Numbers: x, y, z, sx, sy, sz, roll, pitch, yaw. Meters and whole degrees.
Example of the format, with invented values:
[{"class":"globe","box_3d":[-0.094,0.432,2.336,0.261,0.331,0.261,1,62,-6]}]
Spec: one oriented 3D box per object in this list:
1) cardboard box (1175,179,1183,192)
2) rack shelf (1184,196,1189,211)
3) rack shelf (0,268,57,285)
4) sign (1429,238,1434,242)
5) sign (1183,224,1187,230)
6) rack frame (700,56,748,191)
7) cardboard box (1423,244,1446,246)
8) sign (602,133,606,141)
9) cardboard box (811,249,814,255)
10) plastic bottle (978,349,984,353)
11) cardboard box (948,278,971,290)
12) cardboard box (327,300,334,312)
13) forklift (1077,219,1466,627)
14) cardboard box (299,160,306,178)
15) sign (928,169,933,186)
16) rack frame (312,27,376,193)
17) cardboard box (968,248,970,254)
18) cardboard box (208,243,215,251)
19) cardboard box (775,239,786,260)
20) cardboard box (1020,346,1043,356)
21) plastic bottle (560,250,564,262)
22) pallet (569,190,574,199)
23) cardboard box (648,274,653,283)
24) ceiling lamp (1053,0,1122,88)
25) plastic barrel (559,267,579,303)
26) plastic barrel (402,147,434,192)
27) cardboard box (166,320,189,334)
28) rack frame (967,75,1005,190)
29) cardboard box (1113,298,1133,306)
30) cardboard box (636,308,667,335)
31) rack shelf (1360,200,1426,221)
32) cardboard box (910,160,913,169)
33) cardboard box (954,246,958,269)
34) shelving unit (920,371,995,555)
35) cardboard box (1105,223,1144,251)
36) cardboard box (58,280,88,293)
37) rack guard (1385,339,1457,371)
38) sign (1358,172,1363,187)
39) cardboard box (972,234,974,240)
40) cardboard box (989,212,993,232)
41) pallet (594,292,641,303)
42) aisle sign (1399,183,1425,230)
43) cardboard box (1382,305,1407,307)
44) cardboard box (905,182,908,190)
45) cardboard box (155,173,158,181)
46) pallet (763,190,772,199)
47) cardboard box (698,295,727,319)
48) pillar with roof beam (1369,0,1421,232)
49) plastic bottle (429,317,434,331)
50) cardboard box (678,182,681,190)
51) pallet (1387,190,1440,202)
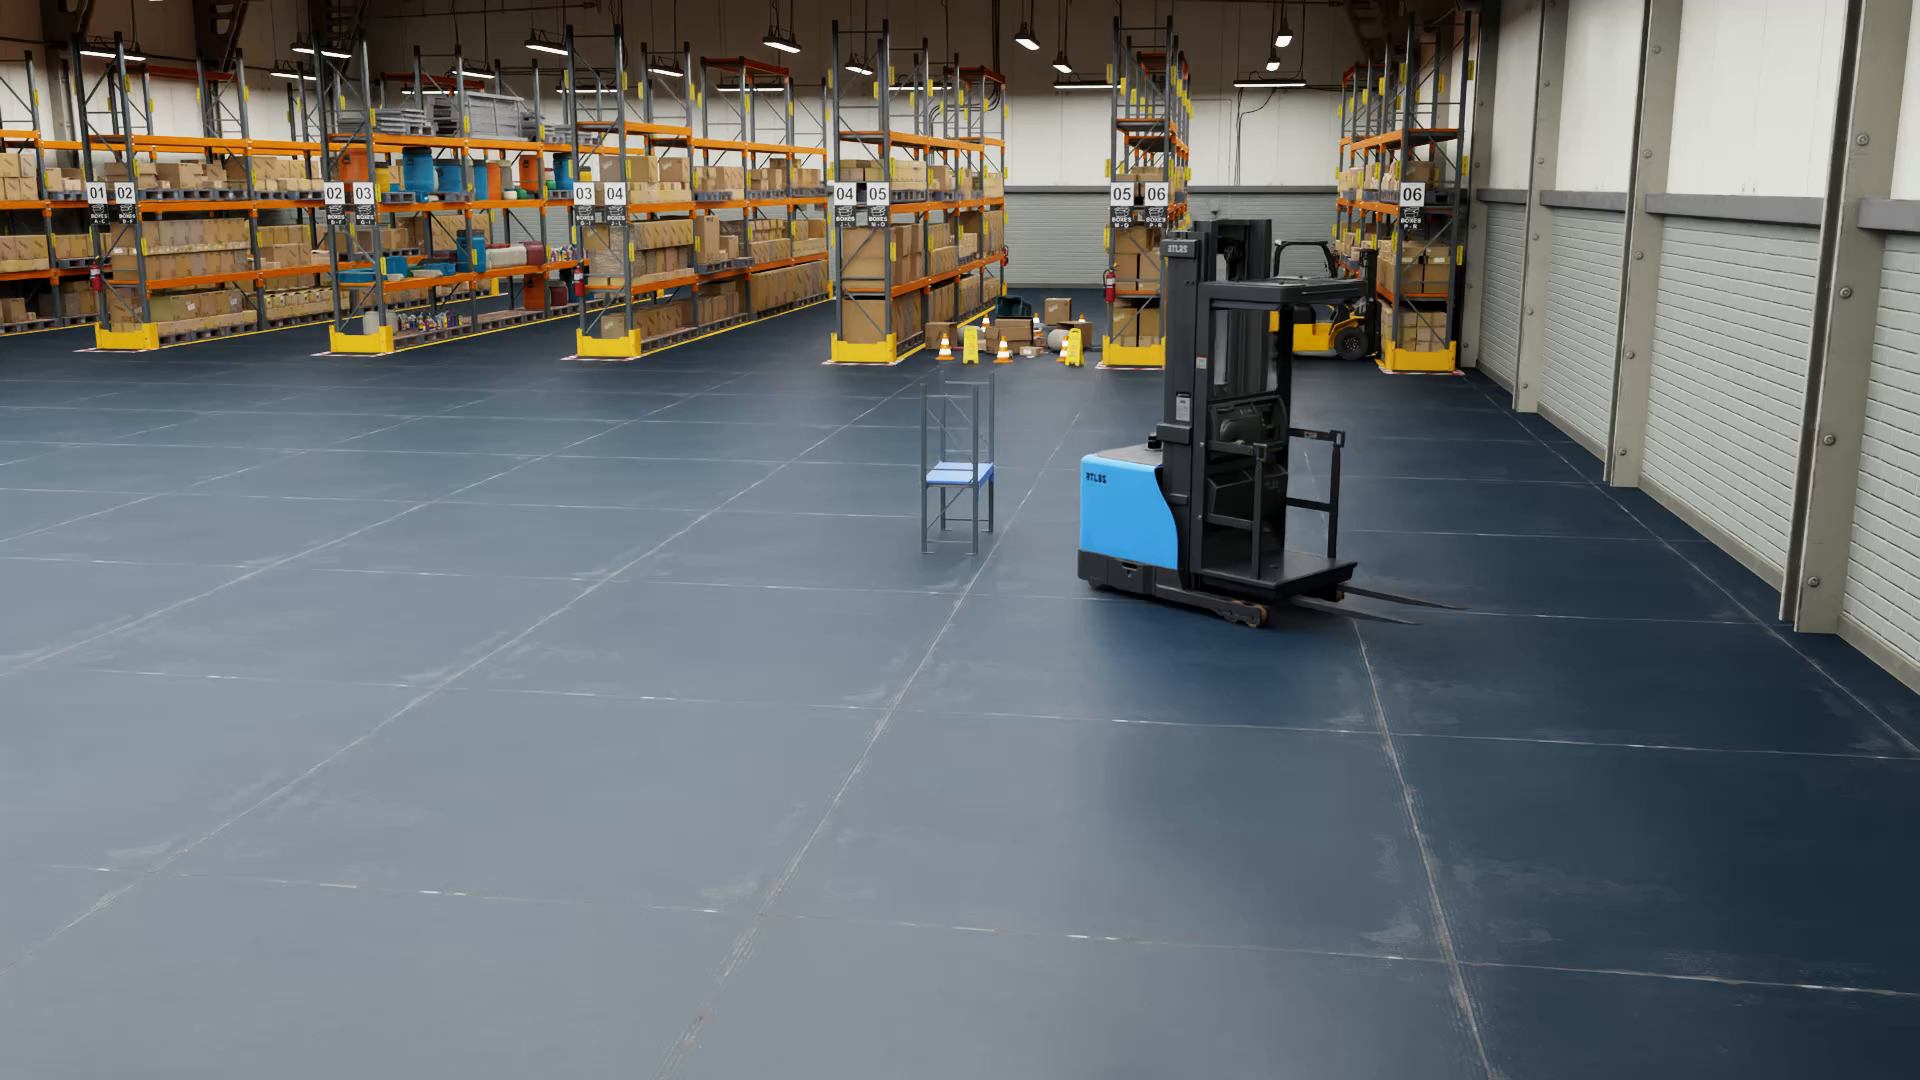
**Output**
[{"class":"cardboard box","box_3d":[4.250,-7.162,33.601,0.500,0.250,0.500,2,12,7]},{"class":"rack shelf","box_3d":[5.302,-8.651,42.860,1.077,0.370,4.000,2,12,9]},{"class":"rack shelf","box_3d":[-21.019,-5.489,35.309,1.077,0.370,4.000,2,12,9]},{"class":"sign","box_3d":[9.218,-5.739,32.517,0.100,0.325,0.005,2,12,9]},{"class":"sign","box_3d":[5.532,-7.632,40.983,0.100,0.325,0.005,2,12,9]},{"class":"rack frame","box_3d":[-5.413,-9.541,38.163,1.000,3.000,0.127,2,12,9]},{"class":"cardboard box","box_3d":[8.624,-5.303,30.255,0.380,0.149,0.250,2,12,7]},{"class":"sign","box_3d":[-9.148,-10.414,42.709,0.100,0.325,0.005,2,12,9]},{"class":"cardboard box","box_3d":[-4.147,-7.748,44.679,0.380,0.149,0.250,2,12,10]},{"class":"plastic bottle","box_3d":[0.364,-3.647,32.025,0.133,0.061,0.283,-2,12,-11]},{"class":"cardboard box","box_3d":[-0.015,-6.121,39.687,0.500,0.250,0.500,2,12,9]},{"class":"cardboard box","box_3d":[-15.116,-5.567,39.490,0.500,0.250,0.500,2,12,8]},{"class":"forklift","box_3d":[2.343,-0.910,12.514,1.130,2.935,3.031,-12,17,-43]},{"class":"cardboard box","box_3d":[-18.796,-10.504,47.093,0.500,0.500,0.500,2,12,10]},{"class":"sign","box_3d":[-0.594,-7.334,33.627,0.100,0.325,0.005,2,12,9]},{"class":"rack frame","box_3d":[-11.537,-8.036,31.180,1.000,3.000,0.127,2,12,9]},{"class":"cardboard box","box_3d":[0.025,-6.982,40.125,0.380,0.149,0.250,2,12,11]},{"class":"cardboard box","box_3d":[-15.843,-6.136,34.824,0.380,0.149,0.250,2,12,10]},{"class":"cardboard box","box_3d":[-4.682,-7.281,41.678,0.500,0.500,0.500,2,12,10]},{"class":"cardboard box","box_3d":[1.355,-3.567,31.447,0.380,0.149,0.250,10,15,38]},{"class":"plastic bottle","box_3d":[-9.748,-6.962,40.713,0.061,0.283,0.133,2,12,9]},{"class":"pallet","box_3d":[-9.887,-8.573,41.239,1.003,0.211,1.213,2,12,9]},{"class":"cardboard box","box_3d":[-6.190,-5.080,32.296,0.380,0.149,0.250,2,12,9]},{"class":"ceiling lamp","box_3d":[3.627,-14.376,46.742,2.000,3.185,0.800,2,12,9]},{"class":"plastic barrel","box_3d":[-9.901,-6.521,42.373,0.600,0.901,0.708,2,12,9]},{"class":"plastic barrel","box_3d":[-11.181,-7.649,34.317,0.600,0.901,0.708,2,12,9]},{"class":"cardboard box","box_3d":[-16.055,-4.335,33.774,0.500,0.250,0.500,2,12,9]},{"class":"rack frame","box_3d":[0.703,-11.025,45.047,1.000,3.000,0.127,2,12,9]},{"class":"cardboard box","box_3d":[3.005,-4.421,30.853,0.380,0.149,0.250,2,12,10]},{"class":"cardboard box","box_3d":[-6.227,-4.426,33.604,0.500,0.500,0.500,1,12,4]},{"class":"rack shelf","box_3d":[8.977,-6.826,34.390,1.077,0.370,4.000,2,12,9]},{"class":"cardboard box","box_3d":[-1.117,-7.179,31.791,0.380,0.149,0.250,2,12,9]},{"class":"cardboard box","box_3d":[-0.331,-6.373,37.465,0.500,0.500,0.500,2,12,9]},{"class":"shelving unit","box_3d":[-0.013,-0.715,15.010,0.538,1.500,1.048,2,12,9]},{"class":"cardboard box","box_3d":[3.074,-5.633,30.952,0.700,0.500,0.500,2,12,8]},{"class":"cardboard box","box_3d":[-20.550,-5.863,38.443,0.500,0.250,0.500,2,12,7]},{"class":"rack guard","box_3d":[8.051,-3.235,29.075,1.175,0.500,0.348,2,12,9]},{"class":"sign","box_3d":[8.749,-7.864,36.275,0.100,0.325,0.005,2,12,9]},{"class":"cardboard box","box_3d":[0.137,-7.433,40.809,0.380,0.149,0.250,1,12,7]},{"class":"cardboard box","box_3d":[0.571,-8.241,43.052,0.500,0.500,0.500,2,12,10]},{"class":"pallet","box_3d":[-9.431,-6.648,45.595,1.003,0.211,1.213,2,12,9]},{"class":"aisle sign","box_3d":[7.754,-5.729,28.542,0.394,0.787,0.004,2,12,9]},{"class":"cardboard box","box_3d":[8.043,-4.235,30.938,0.500,0.250,0.500,2,12,8]},{"class":"cardboard box","box_3d":[-1.194,-6.683,31.382,0.380,0.149,0.250,2,12,8]},{"class":"cardboard box","box_3d":[-16.429,-7.325,33.884,0.500,0.311,0.500,3,13,15]},{"class":"pallet","box_3d":[-5.197,-8.351,40.209,1.003,0.211,1.213,2,12,11]},{"class":"cardboard box","box_3d":[-5.649,-5.227,37.275,0.700,0.500,0.500,3,13,13]},{"class":"pillar with roof beam","box_3d":[6.644,-10.148,40.978,9.100,9.000,0.548,2,12,9]},{"class":"plastic bottle","box_3d":[-10.882,-4.445,34.185,0.097,0.271,0.097,0,12,0]},{"class":"cardboard box","box_3d":[-5.877,-7.179,33.732,0.380,0.149,0.250,1,12,6]},{"class":"pallet","box_3d":[8.374,-6.286,30.389,1.003,0.211,1.213,2,12,9]}]
